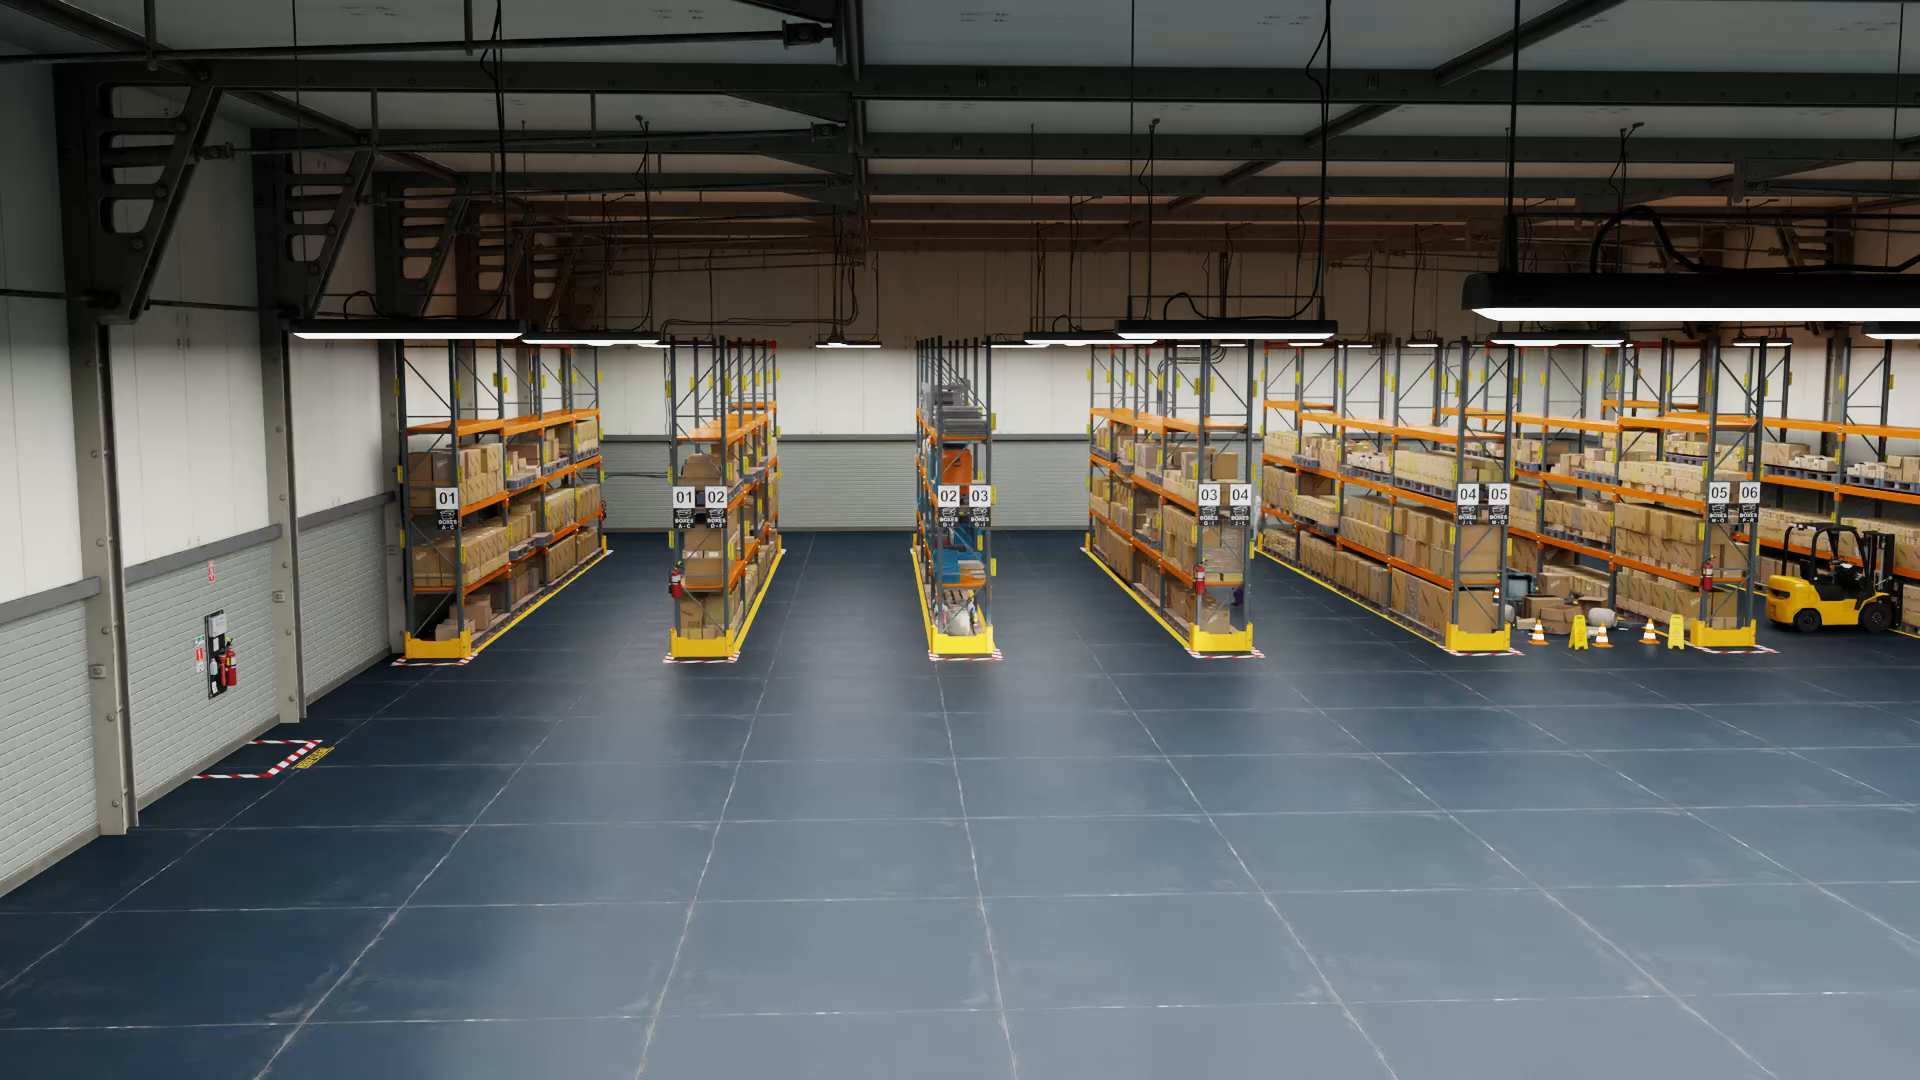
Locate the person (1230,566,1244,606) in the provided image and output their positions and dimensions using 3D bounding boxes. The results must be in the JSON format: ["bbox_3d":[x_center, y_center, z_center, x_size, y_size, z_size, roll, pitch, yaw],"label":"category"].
[{"bbox_3d":[6.263,0.653,37.501,0.395,1.661,0.487,2,7,18],"label":"person"}]

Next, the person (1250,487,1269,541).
[{"bbox_3d":[9.089,-0.791,50.161,0.516,1.629,0.992,4,8,31],"label":"person"}]
